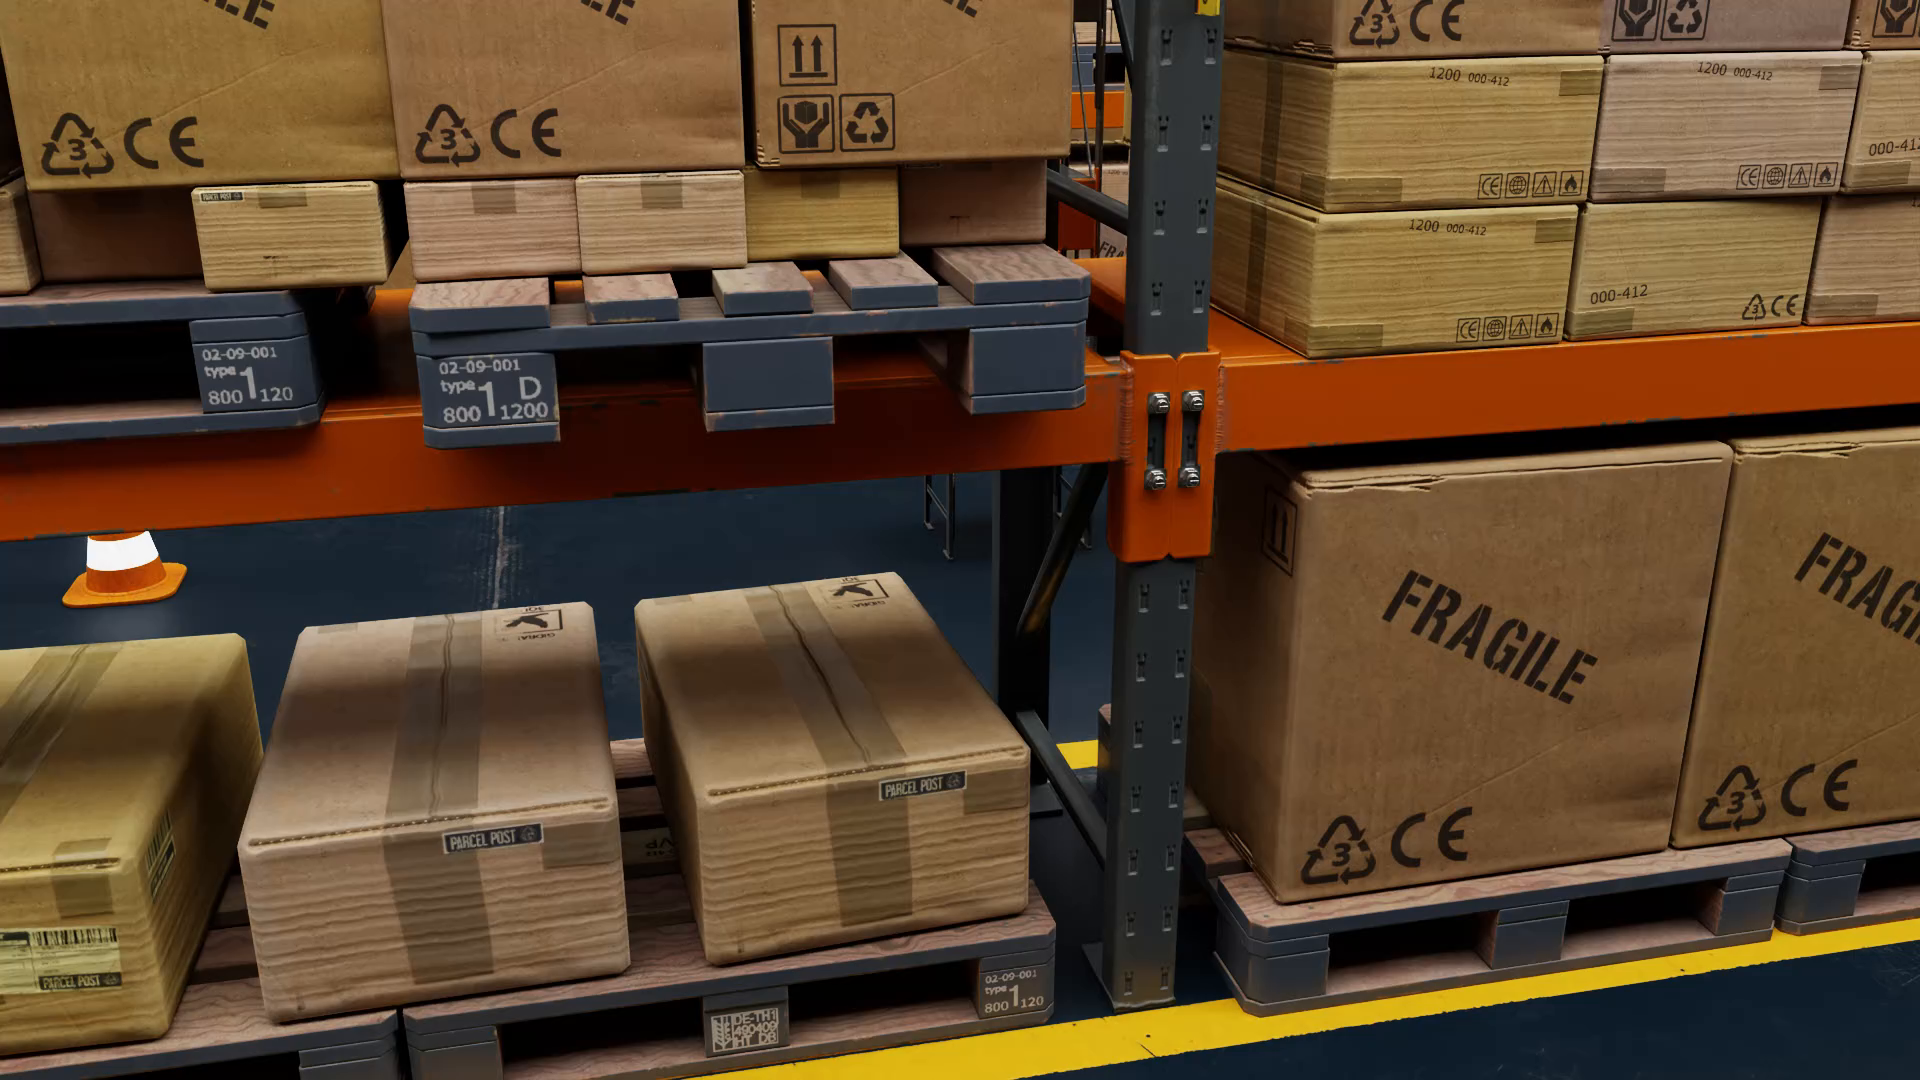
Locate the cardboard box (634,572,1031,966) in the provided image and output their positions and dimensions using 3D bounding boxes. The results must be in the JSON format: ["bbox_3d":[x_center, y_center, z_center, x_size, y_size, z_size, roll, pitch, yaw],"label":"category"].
[{"bbox_3d":[-0.302,0.430,3.490,0.625,0.372,0.950,-6,21,-16],"label":"cardboard box"}]

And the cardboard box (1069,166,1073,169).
[{"bbox_3d":[0.233,-1.686,7.991,0.500,0.250,0.500,-5,21,-13],"label":"cardboard box"}]

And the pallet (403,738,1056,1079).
[{"bbox_3d":[-0.511,0.722,3.535,1.213,0.211,1.003,-5,21,-12],"label":"pallet"}]

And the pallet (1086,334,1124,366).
[{"bbox_3d":[0.959,-1.145,8.632,1.213,0.211,1.003,-5,21,-12],"label":"pallet"}]

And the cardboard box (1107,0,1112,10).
[{"bbox_3d":[0.540,-2.571,7.794,0.250,0.149,0.380,-5,21,-12],"label":"cardboard box"}]

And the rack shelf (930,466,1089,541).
[{"bbox_3d":[0.161,-0.329,5.735,0.480,0.518,0.431,-5,21,-12],"label":"rack shelf"}]

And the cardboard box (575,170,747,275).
[{"bbox_3d":[-0.494,-0.542,2.689,0.250,0.149,0.380,-5,21,-13],"label":"cardboard box"}]

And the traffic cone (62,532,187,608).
[{"bbox_3d":[-2.706,-0.065,5.319,0.334,0.463,0.336,-5,21,-12],"label":"traffic cone"}]

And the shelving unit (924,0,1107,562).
[{"bbox_3d":[0.161,-0.999,5.489,0.503,2.100,0.431,-5,21,-12],"label":"shelving unit"}]

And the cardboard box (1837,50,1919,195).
[{"bbox_3d":[1.791,-0.846,3.254,0.500,0.250,0.500,-5,21,-13],"label":"cardboard box"}]

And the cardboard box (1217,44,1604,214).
[{"bbox_3d":[0.800,-0.770,3.047,0.500,0.250,0.500,-5,21,-13],"label":"cardboard box"}]

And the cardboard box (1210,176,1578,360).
[{"bbox_3d":[0.784,-0.532,3.125,0.500,0.250,0.500,-5,21,-13],"label":"cardboard box"}]

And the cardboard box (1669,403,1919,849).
[{"bbox_3d":[1.810,0.056,3.779,0.875,0.875,0.875,-4,21,-12],"label":"cardboard box"}]

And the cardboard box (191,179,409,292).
[{"bbox_3d":[-1.005,-0.499,2.570,0.250,0.149,0.380,-4,21,-12],"label":"cardboard box"}]

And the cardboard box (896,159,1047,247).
[{"bbox_3d":[-0.015,-0.623,2.908,0.250,0.149,0.380,-4,20,-10],"label":"cardboard box"}]

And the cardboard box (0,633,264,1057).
[{"bbox_3d":[-1.758,0.549,3.165,0.625,0.372,0.950,-4,20,-11],"label":"cardboard box"}]

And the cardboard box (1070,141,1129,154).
[{"bbox_3d":[0.605,-1.893,8.555,0.500,0.250,0.500,-4,21,-11],"label":"cardboard box"}]

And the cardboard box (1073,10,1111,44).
[{"bbox_3d":[0.539,-2.431,7.844,0.250,0.149,0.380,-4,20,-11],"label":"cardboard box"}]

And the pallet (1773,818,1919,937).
[{"bbox_3d":[2.220,0.529,4.065,1.213,0.211,1.003,-5,21,-12],"label":"pallet"}]

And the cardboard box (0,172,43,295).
[{"bbox_3d":[-1.504,-0.474,2.501,0.250,0.149,0.380,-5,21,-14],"label":"cardboard box"}]

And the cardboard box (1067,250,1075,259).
[{"bbox_3d":[0.248,-1.332,8.114,0.500,0.500,0.500,-4,21,-12],"label":"cardboard box"}]

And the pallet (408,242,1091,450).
[{"bbox_3d":[-0.419,-0.466,3.005,1.003,0.211,1.213,-5,21,-12],"label":"pallet"}]

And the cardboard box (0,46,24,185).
[{"bbox_3d":[-1.651,-0.775,2.381,0.500,0.500,0.500,-6,21,-15],"label":"cardboard box"}]

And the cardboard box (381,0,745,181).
[{"bbox_3d":[-0.629,-0.858,2.609,0.500,0.500,0.500,-5,21,-13],"label":"cardboard box"}]

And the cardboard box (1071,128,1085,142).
[{"bbox_3d":[0.375,-3.353,13.086,0.875,0.875,1.225,-5,21,-14],"label":"cardboard box"}]

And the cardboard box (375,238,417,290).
[{"bbox_3d":[-2.451,-1.350,7.798,0.750,0.750,1.050,-4,21,-12],"label":"cardboard box"}]

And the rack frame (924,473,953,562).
[{"bbox_3d":[-0.076,-0.980,5.436,0.015,2.100,0.400,-5,21,-12],"label":"rack frame"}]

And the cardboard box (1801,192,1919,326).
[{"bbox_3d":[1.792,-0.618,3.360,0.500,0.250,0.500,-4,20,-11],"label":"cardboard box"}]

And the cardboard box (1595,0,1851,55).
[{"bbox_3d":[1.267,-1.164,3.033,0.500,0.500,0.500,-5,21,-12],"label":"cardboard box"}]

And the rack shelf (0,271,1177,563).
[{"bbox_3d":[-1.696,-0.152,2.915,4.000,0.370,1.077,-5,21,-12],"label":"rack shelf"}]

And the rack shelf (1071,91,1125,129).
[{"bbox_3d":[0.959,-2.118,8.281,4.000,0.370,1.077,-5,21,-12],"label":"rack shelf"}]
